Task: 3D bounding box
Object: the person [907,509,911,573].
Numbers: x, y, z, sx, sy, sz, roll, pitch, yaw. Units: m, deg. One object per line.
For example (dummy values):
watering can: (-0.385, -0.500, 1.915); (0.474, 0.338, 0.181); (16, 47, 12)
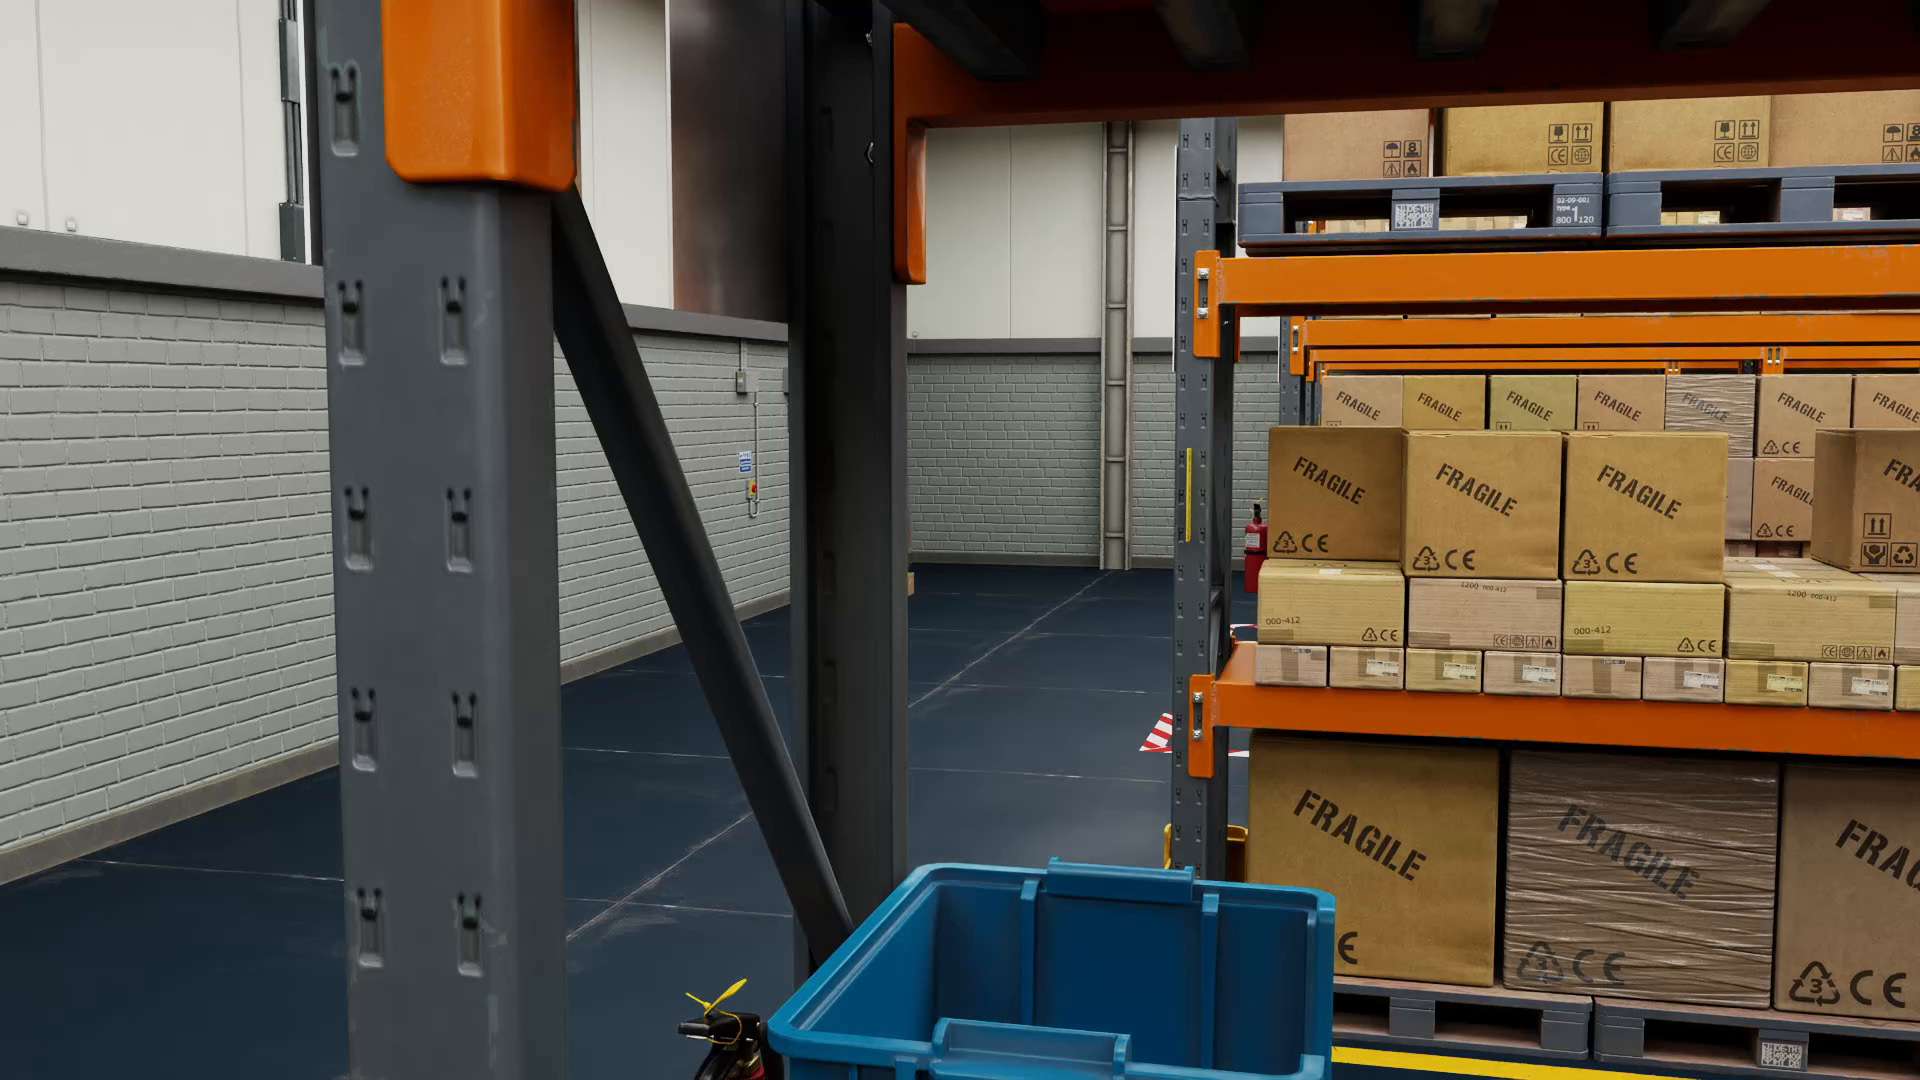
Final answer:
person: (-0.833, 0.044, 19.058); (0.496, 1.277, 0.683); (1, 5, 14)
